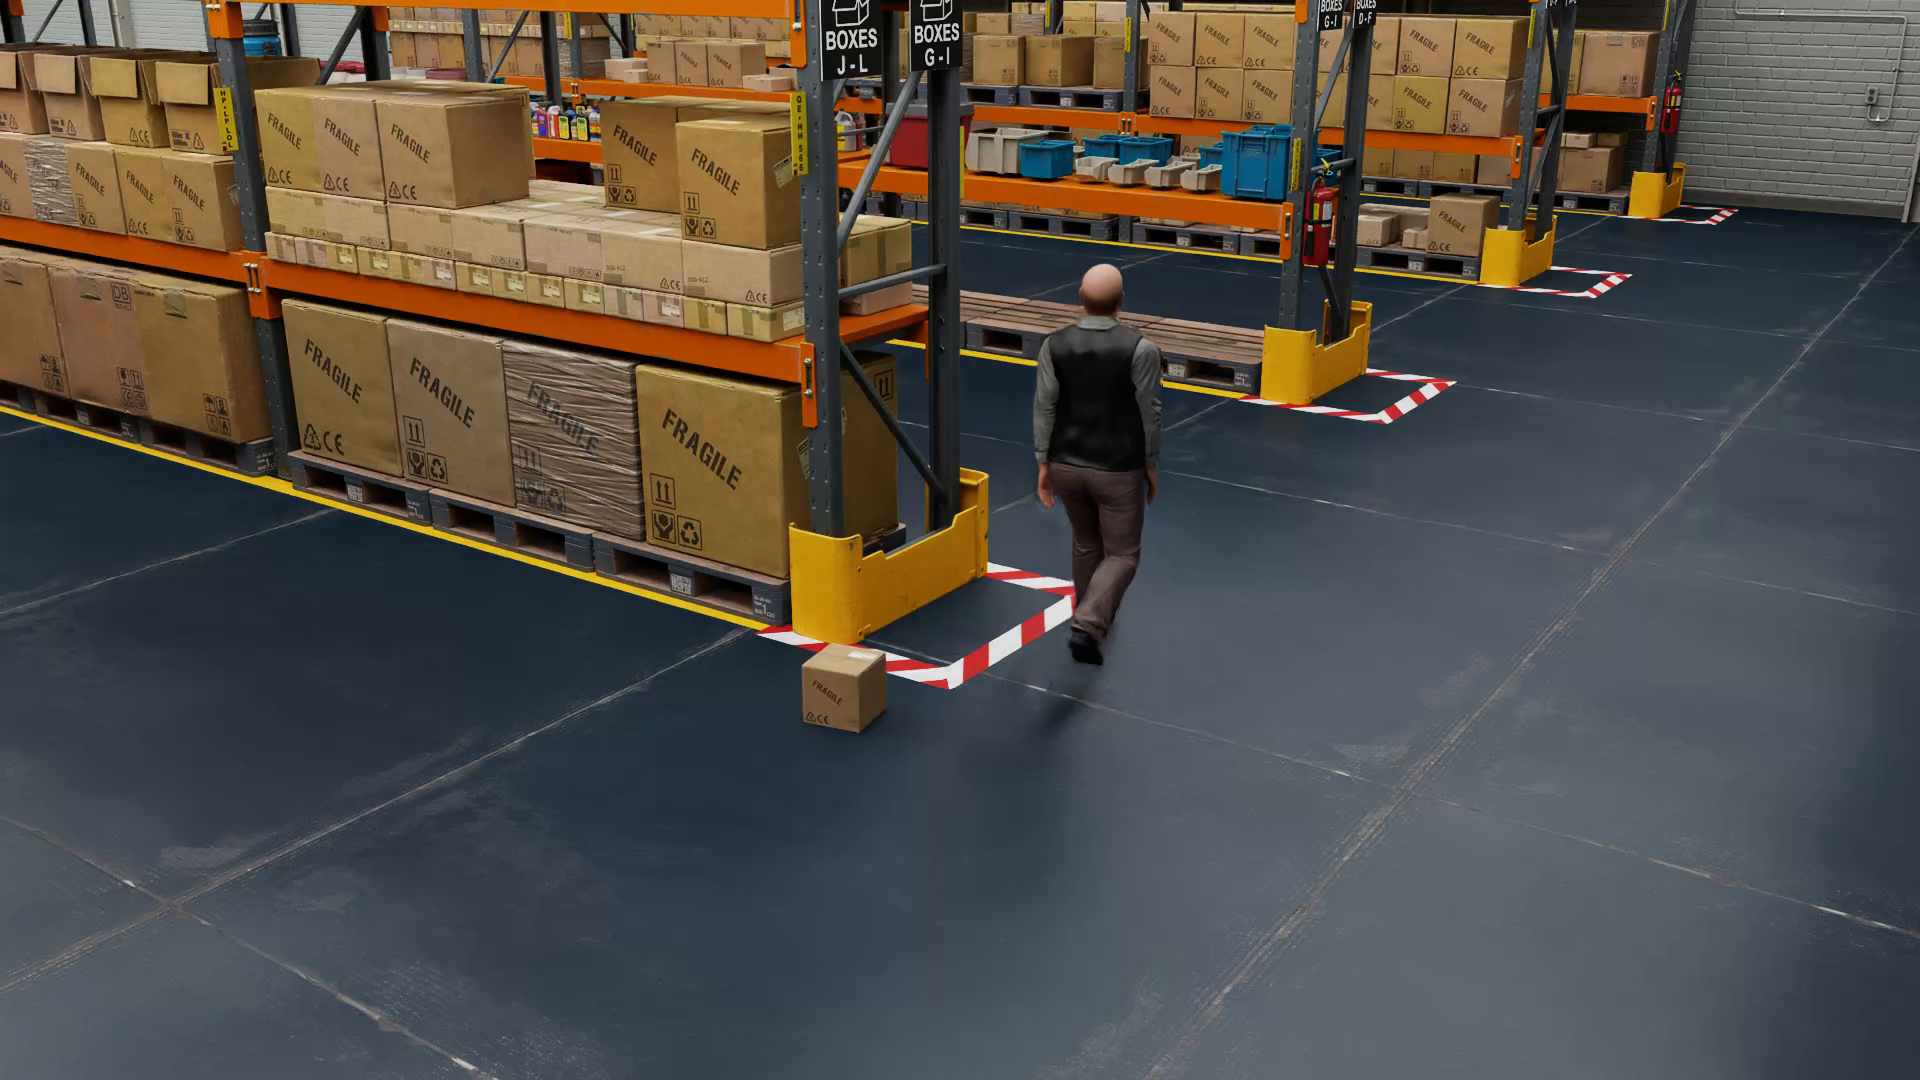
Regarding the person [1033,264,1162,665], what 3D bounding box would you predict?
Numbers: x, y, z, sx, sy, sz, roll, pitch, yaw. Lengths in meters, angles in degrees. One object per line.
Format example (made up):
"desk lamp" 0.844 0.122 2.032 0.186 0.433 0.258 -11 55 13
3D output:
"person" 0.562 -0.296 6.934 0.532 1.694 0.905 9 21 23
